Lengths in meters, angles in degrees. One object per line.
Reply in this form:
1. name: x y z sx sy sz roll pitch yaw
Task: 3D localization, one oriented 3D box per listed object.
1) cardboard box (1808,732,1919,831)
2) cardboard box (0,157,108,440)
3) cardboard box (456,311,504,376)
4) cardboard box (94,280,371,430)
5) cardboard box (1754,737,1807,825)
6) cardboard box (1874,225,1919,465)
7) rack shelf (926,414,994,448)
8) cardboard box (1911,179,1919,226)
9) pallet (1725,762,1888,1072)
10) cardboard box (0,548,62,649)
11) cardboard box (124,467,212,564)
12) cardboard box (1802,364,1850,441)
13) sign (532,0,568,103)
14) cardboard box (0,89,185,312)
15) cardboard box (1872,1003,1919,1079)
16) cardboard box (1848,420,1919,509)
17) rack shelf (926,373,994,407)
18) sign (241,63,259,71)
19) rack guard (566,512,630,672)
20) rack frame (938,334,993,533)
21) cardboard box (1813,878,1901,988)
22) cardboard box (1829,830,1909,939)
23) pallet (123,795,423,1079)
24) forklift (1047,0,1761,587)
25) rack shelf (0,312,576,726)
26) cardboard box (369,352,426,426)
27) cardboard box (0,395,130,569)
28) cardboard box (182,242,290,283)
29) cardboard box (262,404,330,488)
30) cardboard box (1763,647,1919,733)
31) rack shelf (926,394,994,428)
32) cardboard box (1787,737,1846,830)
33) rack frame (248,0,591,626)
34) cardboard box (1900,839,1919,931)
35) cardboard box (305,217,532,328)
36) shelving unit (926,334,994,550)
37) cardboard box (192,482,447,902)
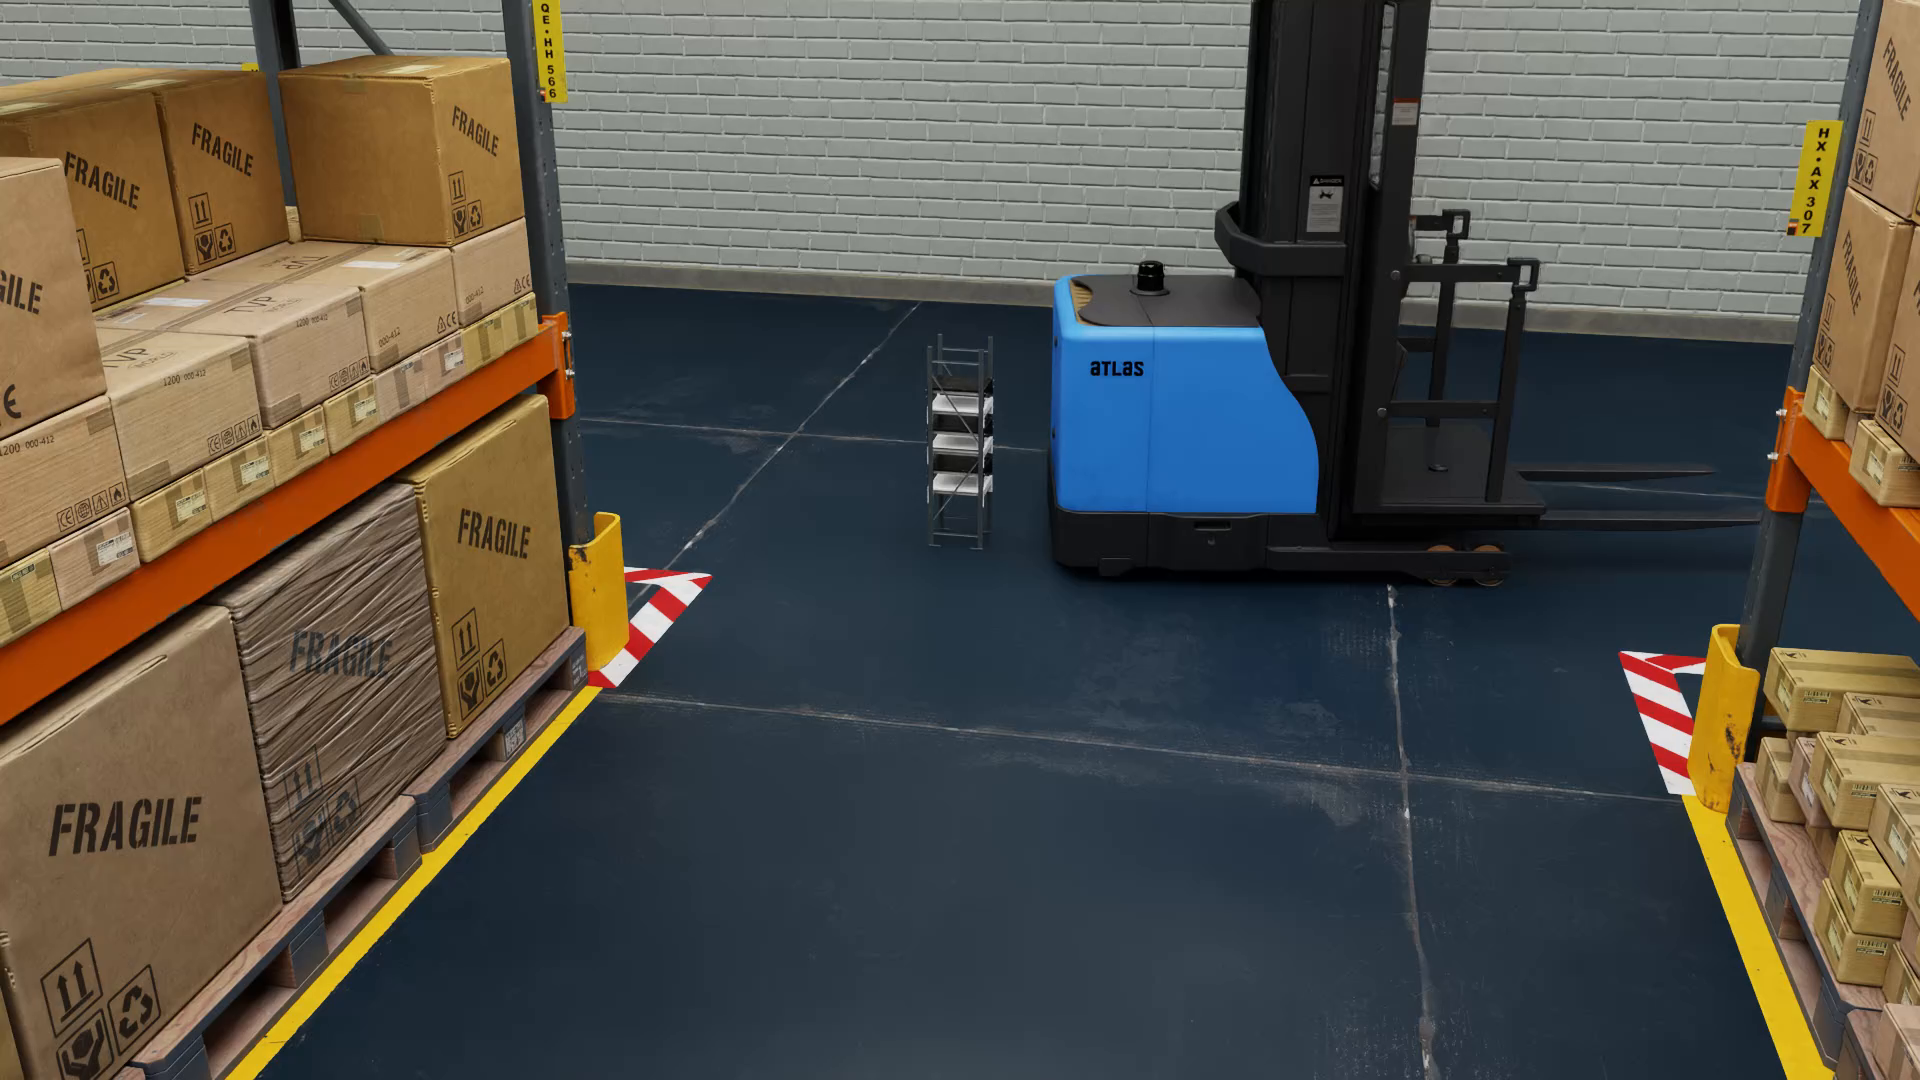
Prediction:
1. cardboard box: 2.409 0.627 4.239 0.380 0.149 0.250 4 22 11
2. cardboard box: -2.130 -0.477 3.321 0.500 0.500 0.500 4 22 9
3. cardboard box: -1.673 -0.631 5.240 0.380 0.149 0.250 5 22 11
4. cardboard box: -1.918 -0.497 4.375 0.500 0.250 0.500 4 22 9
5. cardboard box: 2.543 0.712 4.824 0.380 0.149 0.250 5 22 12
6. cardboard box: 2.517 -0.426 3.865 0.500 0.500 0.500 5 22 11
7. rack shelf: 0.002 -0.473 7.172 0.258 0.077 0.200 4 22 11
8. cardboard box: 2.515 -0.902 3.707 0.500 0.500 0.500 5 22 12
9. pallet: 2.747 1.033 4.506 1.003 0.211 1.213 4 22 11
10. cardboard box: -2.091 0.117 3.385 0.380 0.149 0.250 4 22 10
11. cardboard box: -1.985 -0.071 3.852 0.380 0.149 0.250 4 22 9
12. cardboard box: 2.576 -0.373 4.600 0.380 0.149 0.250 4 22 10
13. sign: -1.343 -1.598 5.440 0.100 0.325 0.005 4 22 11
14. cardboard box: -2.436 -0.886 4.338 0.500 0.500 0.500 4 22 9
15. cardboard box: 2.272 1.176 3.673 0.380 0.149 0.250 3 22 8
16. cardboard box: 2.458 -0.182 4.127 0.380 0.149 0.250 4 22 9
17. rack shelf: 0.002 -0.640 7.104 0.258 0.077 0.200 4 22 11
18. sign: -2.414 -1.480 5.750 0.100 0.325 0.005 4 22 11
19. rack guard: -1.867 0.153 6.304 1.175 0.500 0.348 4 22 11
20. rack frame: 0.022 -0.458 7.285 0.240 0.900 0.006 4 22 11
21. cardboard box: 2.366 0.991 4.133 0.380 0.149 0.250 5 22 12
22. cardboard box: 2.372 0.857 4.067 0.380 0.149 0.250 5 23 13
23. pallet: -2.209 1.039 4.491 1.003 0.211 1.213 4 22 11
24. forklift: 1.914 -1.369 6.828 3.031 2.935 1.130 0 22 1
25. rack shelf: -2.280 0.067 4.134 1.077 0.370 4.000 4 22 11
26. cardboard box: -1.778 -0.447 4.785 0.380 0.149 0.250 5 22 12
27. cardboard box: -2.129 -0.126 3.455 0.500 0.250 0.500 5 22 12
28. cardboard box: -2.333 -0.721 4.930 0.500 0.250 0.500 4 22 10
29. cardboard box: -1.881 -0.257 4.313 0.380 0.149 0.250 5 22 11
30. cardboard box: 2.524 0.435 4.717 0.380 0.149 0.250 3 22 8
31. rack shelf: 0.002 -0.556 7.138 0.258 0.077 0.200 4 22 11
32. cardboard box: 2.494 0.675 4.518 0.380 0.149 0.250 4 22 11
33. rack frame: -1.872 -0.998 5.816 1.000 3.000 0.127 4 22 11
34. cardboard box: 2.373 0.825 3.748 0.380 0.149 0.250 5 23 13
35. cardboard box: -1.711 -0.869 5.298 0.500 0.250 0.500 4 22 10
36. shelving unit: 0.002 -0.420 7.193 0.258 0.900 0.210 4 22 11
37. cardboard box: -2.110 0.366 4.711 0.875 0.875 0.875 4 22 11
